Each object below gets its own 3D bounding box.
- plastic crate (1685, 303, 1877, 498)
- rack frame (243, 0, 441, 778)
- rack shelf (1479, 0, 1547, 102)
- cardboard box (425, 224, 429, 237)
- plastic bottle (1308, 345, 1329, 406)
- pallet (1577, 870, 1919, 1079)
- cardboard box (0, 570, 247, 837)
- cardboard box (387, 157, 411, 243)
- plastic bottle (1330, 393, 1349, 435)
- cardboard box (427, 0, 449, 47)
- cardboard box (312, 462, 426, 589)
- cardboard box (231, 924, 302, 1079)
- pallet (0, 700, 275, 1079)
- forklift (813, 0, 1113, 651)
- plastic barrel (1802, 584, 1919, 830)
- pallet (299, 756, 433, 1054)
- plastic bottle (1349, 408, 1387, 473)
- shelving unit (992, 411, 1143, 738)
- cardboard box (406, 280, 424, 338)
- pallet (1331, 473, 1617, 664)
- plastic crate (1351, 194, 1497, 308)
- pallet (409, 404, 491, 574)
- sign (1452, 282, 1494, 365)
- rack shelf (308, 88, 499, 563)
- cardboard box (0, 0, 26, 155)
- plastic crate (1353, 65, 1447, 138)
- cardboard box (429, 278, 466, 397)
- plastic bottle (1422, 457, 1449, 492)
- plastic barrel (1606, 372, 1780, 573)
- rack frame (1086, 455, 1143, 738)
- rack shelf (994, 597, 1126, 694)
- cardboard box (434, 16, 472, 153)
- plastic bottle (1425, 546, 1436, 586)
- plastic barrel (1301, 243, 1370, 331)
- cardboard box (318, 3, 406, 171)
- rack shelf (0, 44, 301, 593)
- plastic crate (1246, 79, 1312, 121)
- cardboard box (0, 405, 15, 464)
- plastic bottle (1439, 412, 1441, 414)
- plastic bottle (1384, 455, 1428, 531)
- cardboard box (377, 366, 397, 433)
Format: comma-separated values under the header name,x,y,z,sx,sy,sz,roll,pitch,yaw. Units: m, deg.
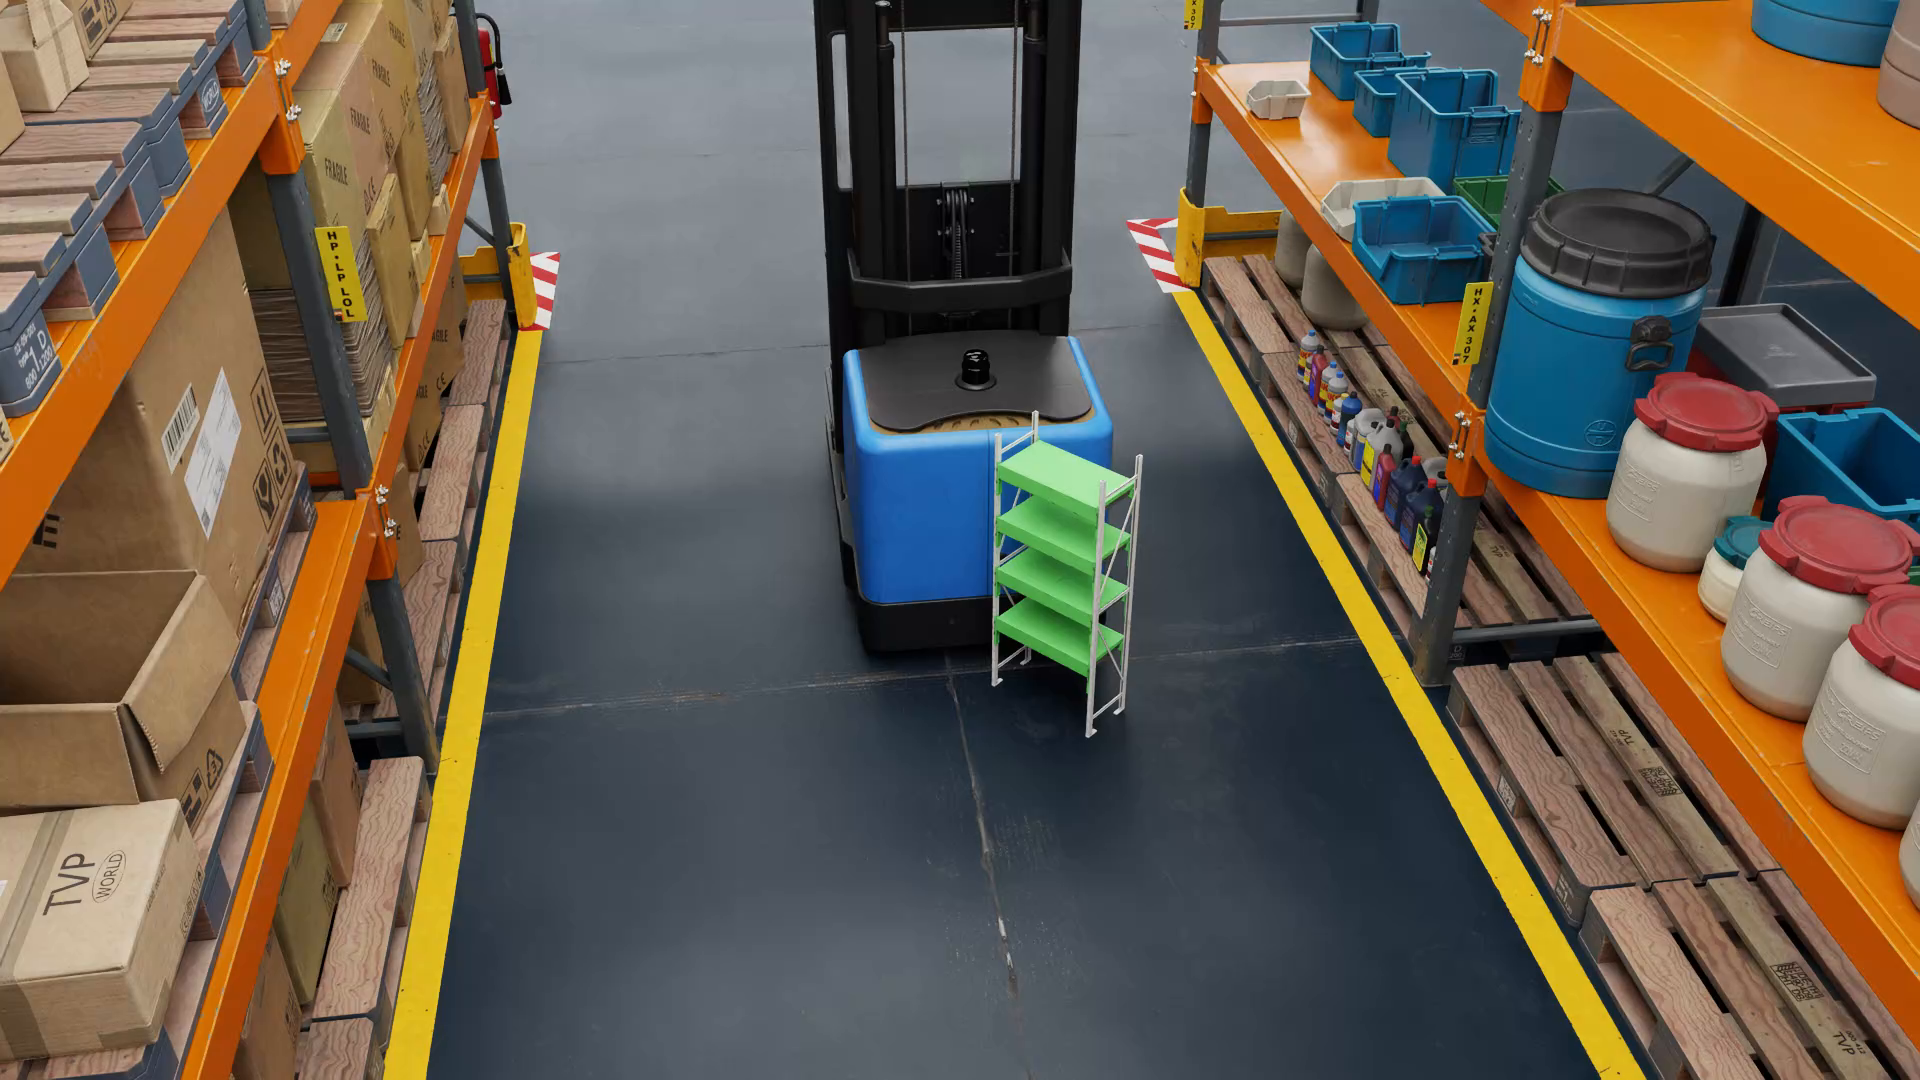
name,x,y,z,sx,sy,sz,roll,pitch,yaw
plastic crate,2.758,-0.476,5.728,0.402,0.464,0.583,-4,35,-6
rack frame,-2.519,-0.322,5.558,1.000,3.000,0.127,-4,35,-6
rack shelf,2.120,-2.755,7.104,1.077,0.370,4.000,-4,35,-6
cardboard box,-2.543,-1.333,7.265,0.380,0.149,0.250,-4,35,-6
plastic bottle,1.799,-0.825,8.318,0.061,0.283,0.133,-4,34,-6
pallet,2.701,1.573,5.254,1.003,0.211,1.213,-4,35,-6
cardboard box,-2.194,0.423,4.002,0.797,0.503,0.637,-1,34,-1
cardboard box,-2.717,-1.295,6.633,0.875,0.500,0.500,-4,35,-6
plastic bottle,1.859,-0.616,8.085,0.097,0.201,0.097,0,34,0
cardboard box,-2.665,-2.564,7.608,0.500,0.500,0.500,-4,35,-6
cardboard box,-2.617,-0.007,6.944,0.500,0.500,0.500,6,35,9
cardboard box,-2.336,1.454,4.782,0.700,0.500,0.500,-7,35,-10
pallet,-2.288,0.888,3.953,1.003,0.211,1.213,-4,35,-6
forklift,-0.082,-1.563,7.441,1.130,2.935,3.031,-4,35,-6
plastic barrel,2.457,0.449,4.308,0.433,0.535,0.433,0,34,0
pallet,-2.413,1.265,5.706,1.003,0.211,1.213,-4,35,-6
plastic bottle,1.930,-0.469,7.802,0.152,0.276,0.135,-4,34,-6
shelving unit,0.399,0.147,6.469,0.503,1.200,0.258,26,42,33
cardboard box,-2.367,-0.920,6.659,0.380,0.149,0.250,-4,35,-6
pallet,2.340,0.078,7.448,1.003,0.211,1.213,-4,35,-6
plastic crate,1.971,-1.232,7.027,0.499,0.251,0.616,-4,35,-6
pallet,-2.811,-0.224,7.891,1.003,0.211,1.213,-4,35,-6
sign,1.843,-0.776,5.979,0.100,0.325,0.005,-4,35,-6
rack shelf,-2.788,-1.140,7.398,1.077,0.370,4.000,-4,35,-6
cardboard box,-2.426,-0.982,3.399,0.797,0.503,0.637,-3,34,-4
plastic crate,2.297,-2.248,8.517,0.499,0.251,0.408,-4,35,-6
cardboard box,-2.875,-1.014,8.420,0.500,0.500,0.500,4,35,6
plastic bottle,2.135,-0.223,7.441,0.152,0.276,0.135,-4,35,-6
plastic barrel,2.301,-0.202,5.263,0.433,0.535,0.433,0,34,0
rack frame,0.583,0.237,6.337,0.015,1.200,0.240,26,42,33
rack shelf,0.399,0.398,6.641,0.480,0.148,0.258,26,42,33
cardboard box,-2.824,-2.139,7.872,0.875,0.500,0.500,-4,35,-6
plastic bottle,2.032,0.099,7.035,0.097,0.201,0.097,0,34,0
plastic barrel,2.083,-1.433,9.026,0.421,0.512,0.421,0,34,0
cardboard box,-2.463,-1.727,6.380,0.500,0.500,0.500,-4,35,-6
rack shelf,-2.250,-0.148,3.278,1.077,0.370,4.000,-4,35,-6
plastic crate,1.653,-2.296,8.690,0.298,0.136,0.250,-4,35,-6
cardboard box,-1.939,-0.121,2.734,0.500,0.250,0.500,-4,34,-5
plastic bottle,2.437,-0.723,8.241,0.097,0.201,0.097,0,34,0
plastic bottle,1.991,-0.228,7.383,0.144,0.351,0.185,-6,35,-9
cardboard box,-2.270,-0.501,6.045,0.380,0.149,0.250,-4,35,-6
